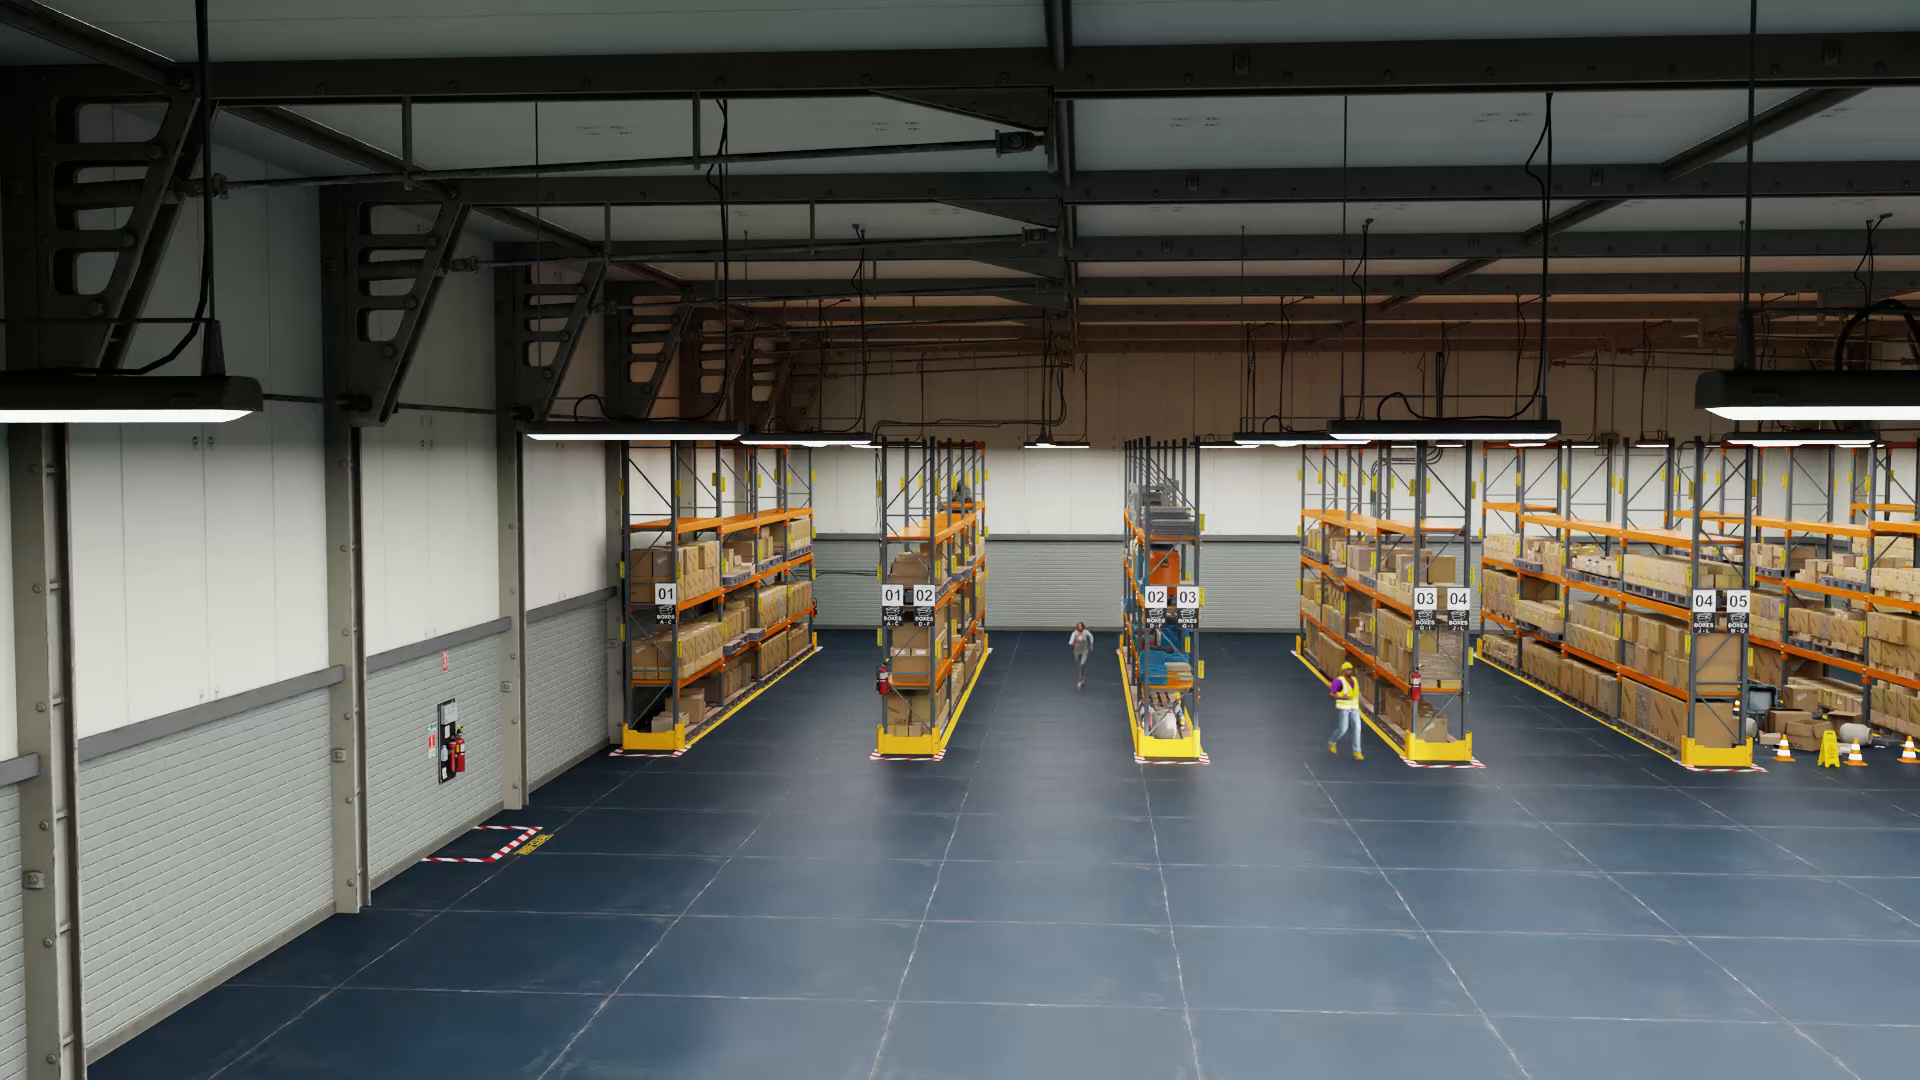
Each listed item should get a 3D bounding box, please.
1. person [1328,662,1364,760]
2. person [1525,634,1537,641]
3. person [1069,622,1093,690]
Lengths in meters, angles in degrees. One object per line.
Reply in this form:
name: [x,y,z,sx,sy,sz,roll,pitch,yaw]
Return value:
person: [7.211,3.168,31.032,0.715,1.788,0.876,-1,3,-26]
person: [16.290,2.388,47.228,0.639,1.638,0.523,-1,3,-21]
person: [2.932,2.772,40.309,0.562,1.621,0.851,0,3,9]
